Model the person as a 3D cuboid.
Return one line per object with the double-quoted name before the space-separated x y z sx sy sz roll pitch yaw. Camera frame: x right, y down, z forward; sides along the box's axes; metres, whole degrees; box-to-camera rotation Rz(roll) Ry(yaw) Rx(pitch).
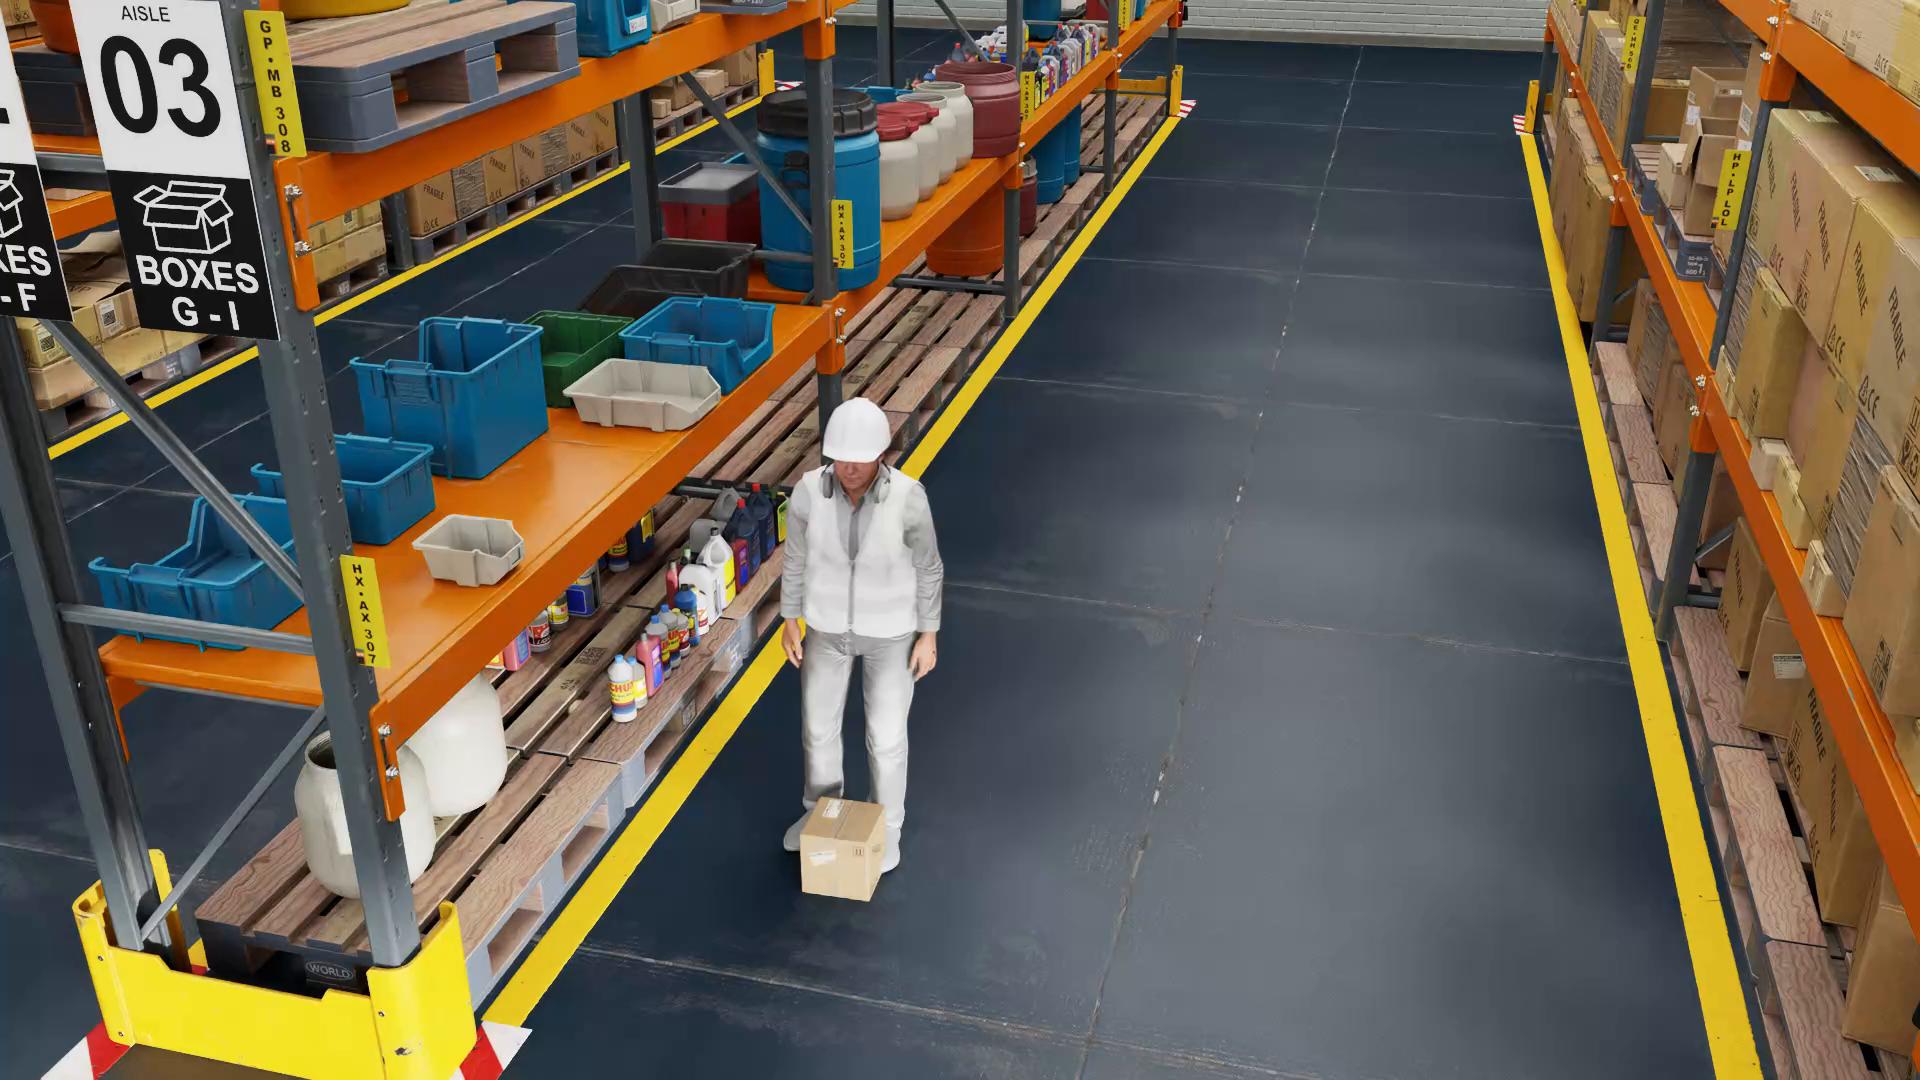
"person" -0.356 0.318 5.901 0.584 1.770 0.476 5 26 10
